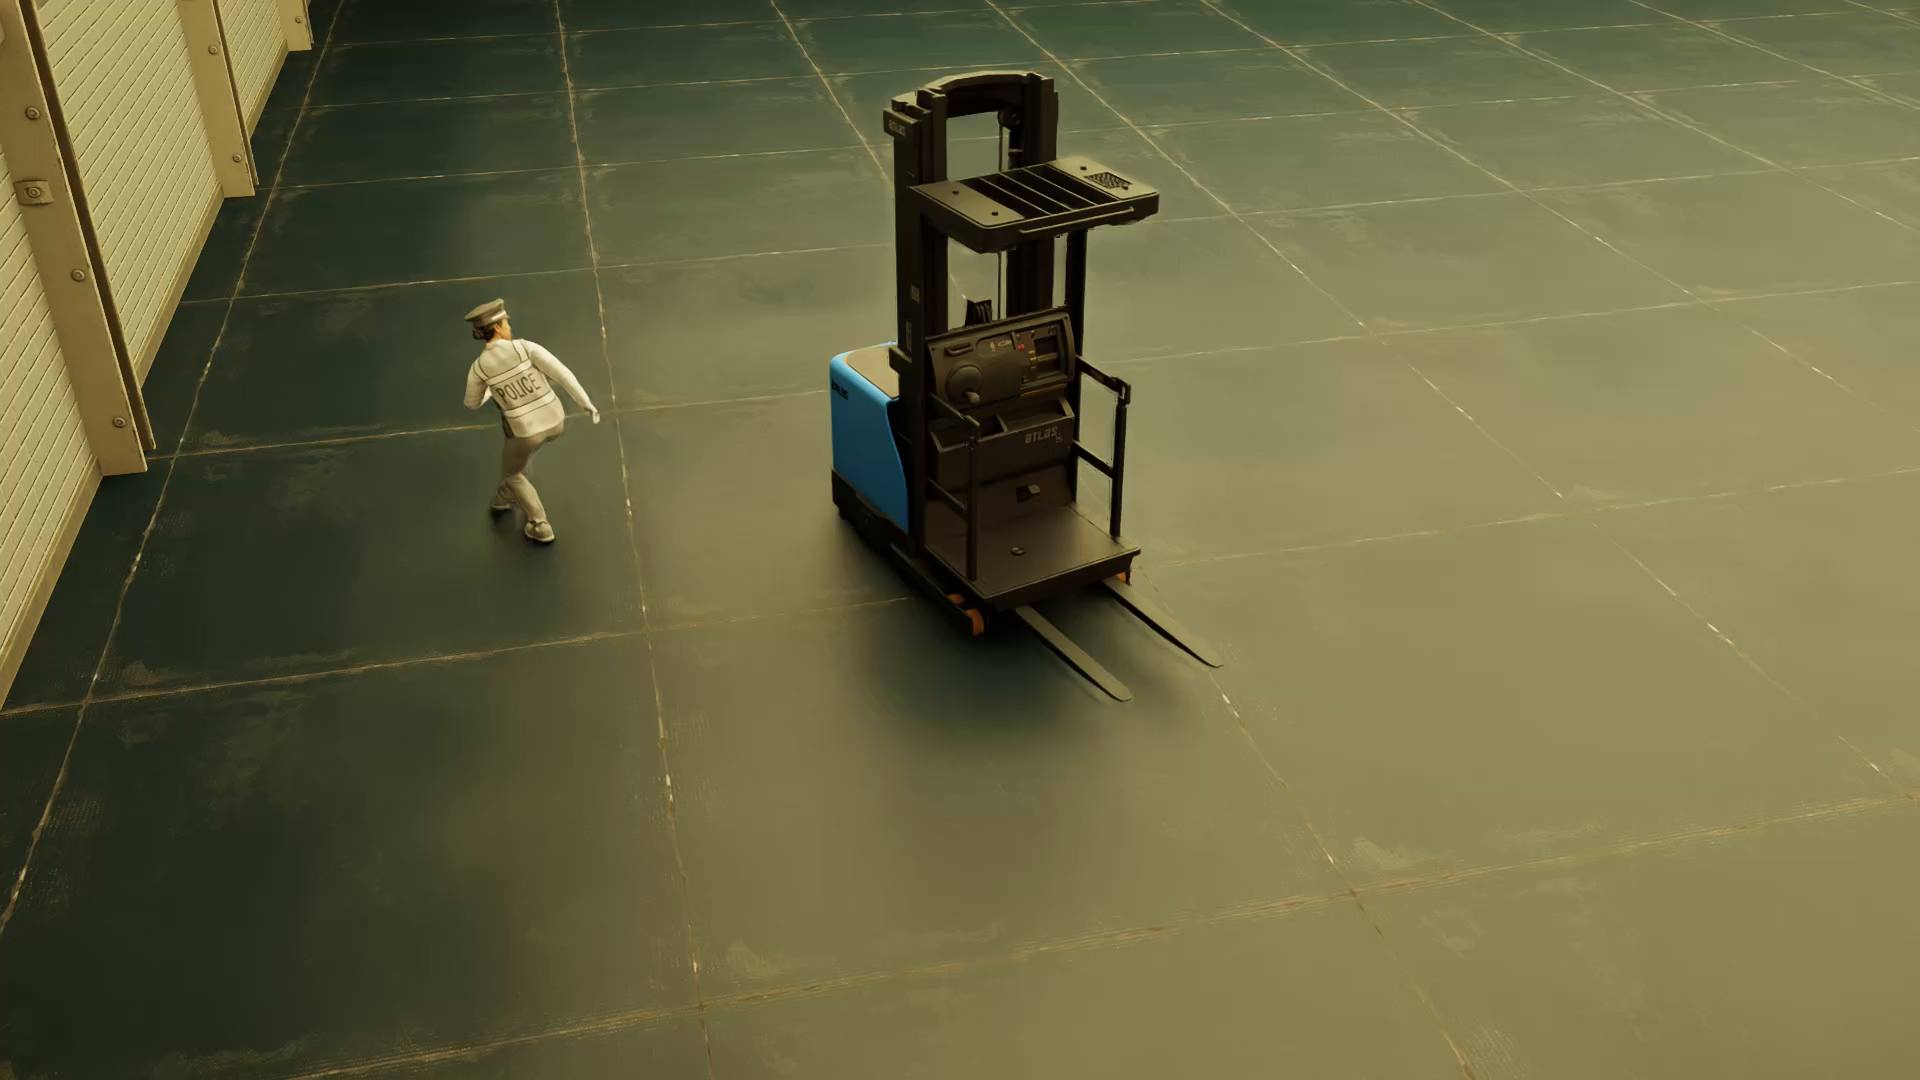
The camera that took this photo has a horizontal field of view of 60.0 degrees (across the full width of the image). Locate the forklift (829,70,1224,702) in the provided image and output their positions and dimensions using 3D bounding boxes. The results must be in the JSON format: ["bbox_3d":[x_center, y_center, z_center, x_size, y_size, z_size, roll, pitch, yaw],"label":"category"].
[{"bbox_3d":[0.354,-0.976,9.260,1.130,2.935,3.031,-17,34,-26],"label":"forklift"}]

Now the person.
[{"bbox_3d":[-2.709,-0.796,10.372,0.701,1.525,0.729,-19,35,-29],"label":"person"}]
